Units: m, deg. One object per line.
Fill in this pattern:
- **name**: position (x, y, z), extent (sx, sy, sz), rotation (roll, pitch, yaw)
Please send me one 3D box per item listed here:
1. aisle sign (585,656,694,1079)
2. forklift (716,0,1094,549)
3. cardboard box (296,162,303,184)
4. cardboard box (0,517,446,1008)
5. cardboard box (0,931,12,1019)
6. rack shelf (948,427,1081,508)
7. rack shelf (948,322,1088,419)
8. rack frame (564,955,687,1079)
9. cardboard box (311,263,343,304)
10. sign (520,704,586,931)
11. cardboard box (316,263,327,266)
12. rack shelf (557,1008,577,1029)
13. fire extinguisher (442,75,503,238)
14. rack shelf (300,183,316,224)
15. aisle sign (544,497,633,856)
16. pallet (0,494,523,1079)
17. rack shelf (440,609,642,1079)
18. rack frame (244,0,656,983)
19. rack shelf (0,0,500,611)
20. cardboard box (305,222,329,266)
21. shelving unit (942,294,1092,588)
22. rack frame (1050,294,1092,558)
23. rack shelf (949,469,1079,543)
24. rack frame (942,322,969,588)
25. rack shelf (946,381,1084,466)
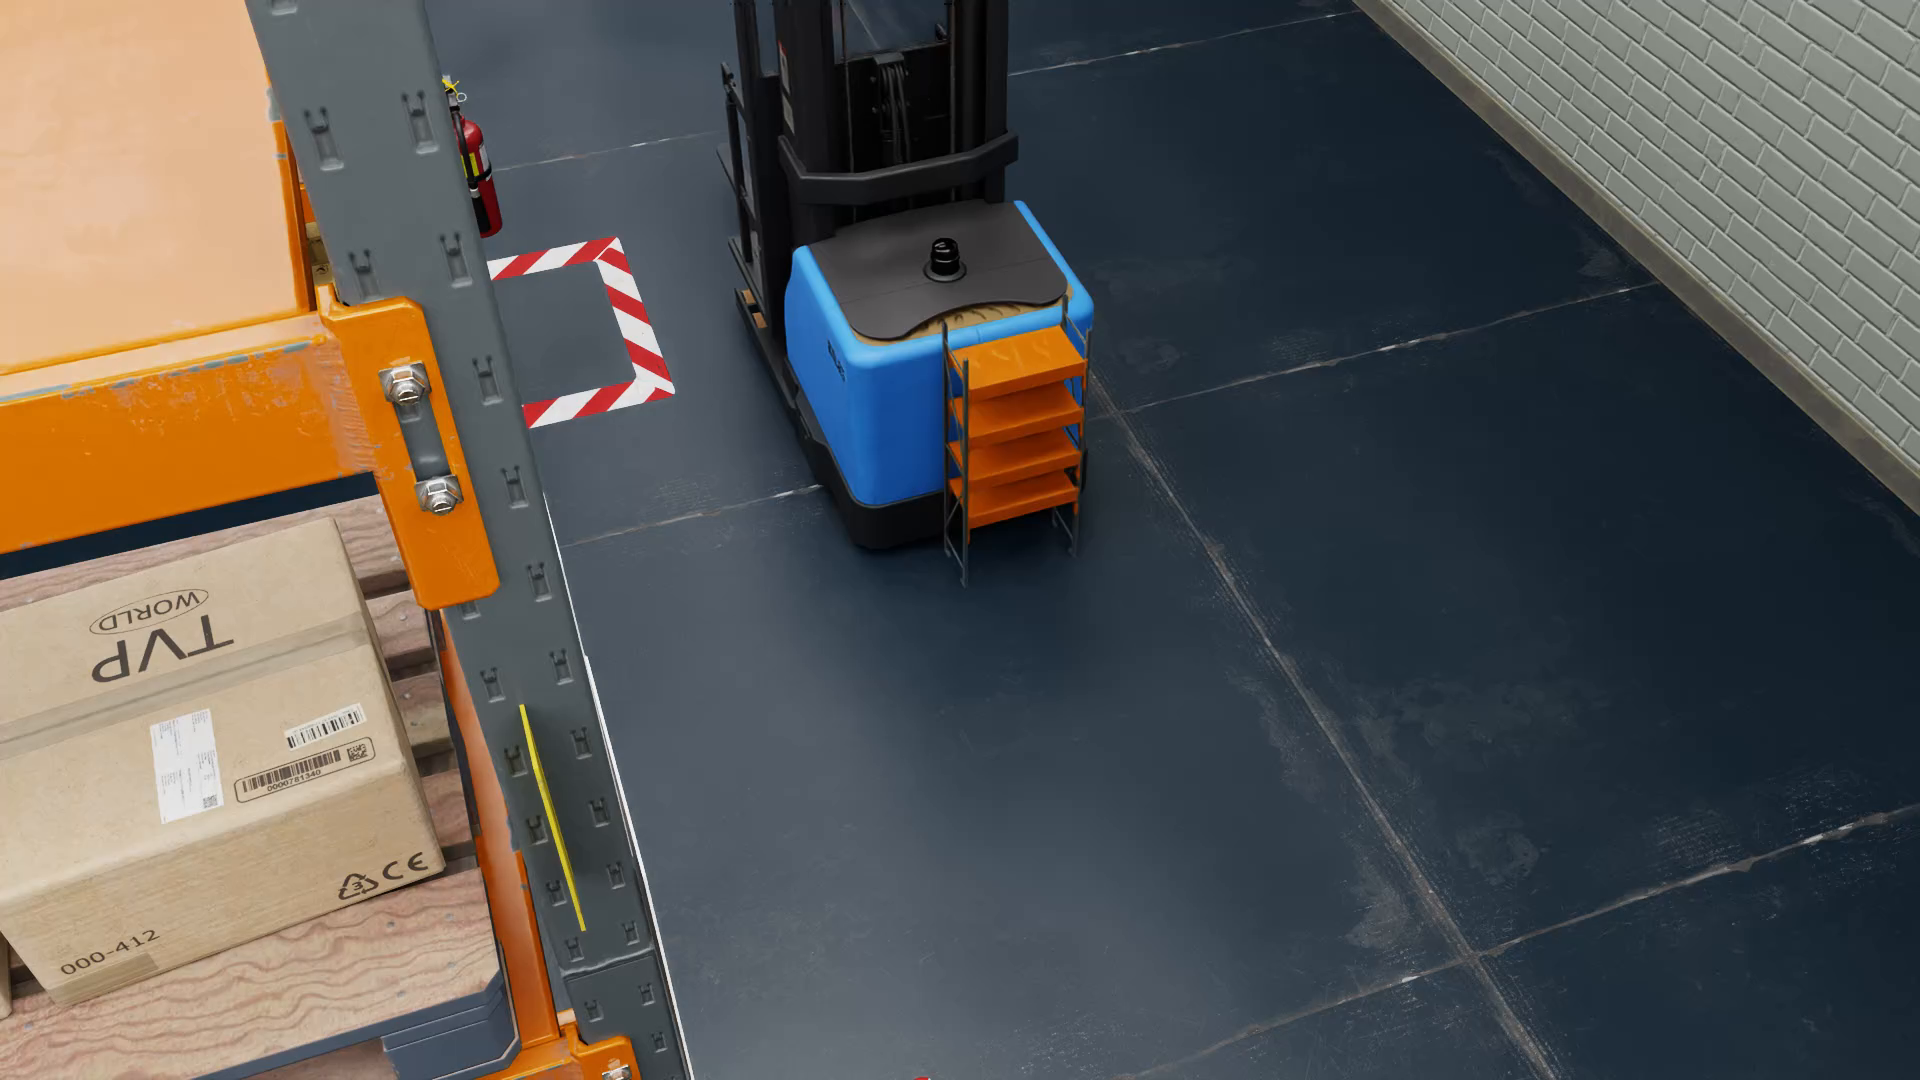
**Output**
- **aisle sign**: position (-0.470, 0.576, 2.532), extent (0.004, 0.787, 0.394), rotation (-14, 47, -14)
- **forklift**: position (-0.448, -2.058, 7.041), extent (1.130, 2.935, 3.031), rotation (-15, 47, -14)
- **cardboard box**: position (-2.629, -1.613, 6.727), extent (0.250, 0.149, 0.380), rotation (-14, 47, -14)
- **cardboard box**: position (-1.035, 0.283, 2.280), extent (0.500, 0.250, 0.500), rotation (-18, 48, -17)
- **cardboard box**: position (-1.402, 0.473, 2.162), extent (0.250, 0.149, 0.380), rotation (-18, 48, -17)
- **rack shelf**: position (0.211, -0.320, 6.626), extent (0.480, 0.148, 0.258), rotation (-15, 47, -15)
- **rack shelf**: position (0.211, -0.644, 6.300), extent (0.480, 0.148, 0.258), rotation (-15, 47, -15)
- **rack frame**: position (-0.643, 1.305, 3.641), extent (0.127, 3.000, 1.000), rotation (-14, 47, -14)
- **cardboard box**: position (-2.830, -1.024, 7.259), extent (0.250, 0.149, 0.380), rotation (-14, 47, -13)
- **sign**: position (-0.471, 0.326, 1.929), extent (0.005, 0.325, 0.100), rotation (-14, 47, -14)
- **cardboard box**: position (-2.998, -1.261, 7.704), extent (0.250, 0.149, 0.380), rotation (-13, 46, -12)
- **rack shelf**: position (-2.524, 2.040, 3.417), extent (4.000, 0.370, 1.077), rotation (-14, 47, -14)
- **fire extinguisher**: position (-2.025, -1.563, 6.817), extent (0.183, 0.674, 0.296), rotation (-14, 47, -14)
- **rack shelf**: position (-4.299, -1.234, 6.679), extent (4.000, 0.370, 1.077), rotation (-14, 47, -14)
- **aisle sign**: position (-0.673, 0.177, 2.930), extent (0.004, 0.787, 0.394), rotation (-14, 47, -14)
- **pallet**: position (-1.337, 0.463, 2.425), extent (1.213, 0.211, 1.003), rotation (-14, 47, -14)
- **rack shelf**: position (-2.524, 0.981, 2.354), extent (4.000, 0.370, 1.077), rotation (-14, 47, -14)
- **rack frame**: position (-0.643, -0.813, 1.516), extent (0.127, 3.000, 1.000), rotation (-14, 47, -14)
- **rack shelf**: position (-2.524, 0.063, 1.433), extent (4.000, 0.370, 1.077), rotation (-14, 47, -14)
- **cardboard box**: position (-3.026, -1.421, 7.654), extent (0.250, 0.149, 0.380), rotation (-16, 47, -16)
- **shelving unit**: position (0.211, -0.367, 6.578), extent (0.503, 1.200, 0.258), rotation (-15, 47, -15)
- **rack frame**: position (0.438, -0.429, 6.640), extent (0.015, 1.200, 0.240), rotation (-15, 47, -15)
- **rack shelf**: position (0.211, -0.179, 6.766), extent (0.480, 0.148, 0.258), rotation (-15, 47, -15)
- **rack frame**: position (-0.017, -0.305, 6.517), extent (0.015, 1.200, 0.240), rotation (-15, 47, -15)
- **rack shelf**: position (0.211, -0.477, 6.467), extent (0.480, 0.148, 0.258), rotation (-15, 47, -15)
